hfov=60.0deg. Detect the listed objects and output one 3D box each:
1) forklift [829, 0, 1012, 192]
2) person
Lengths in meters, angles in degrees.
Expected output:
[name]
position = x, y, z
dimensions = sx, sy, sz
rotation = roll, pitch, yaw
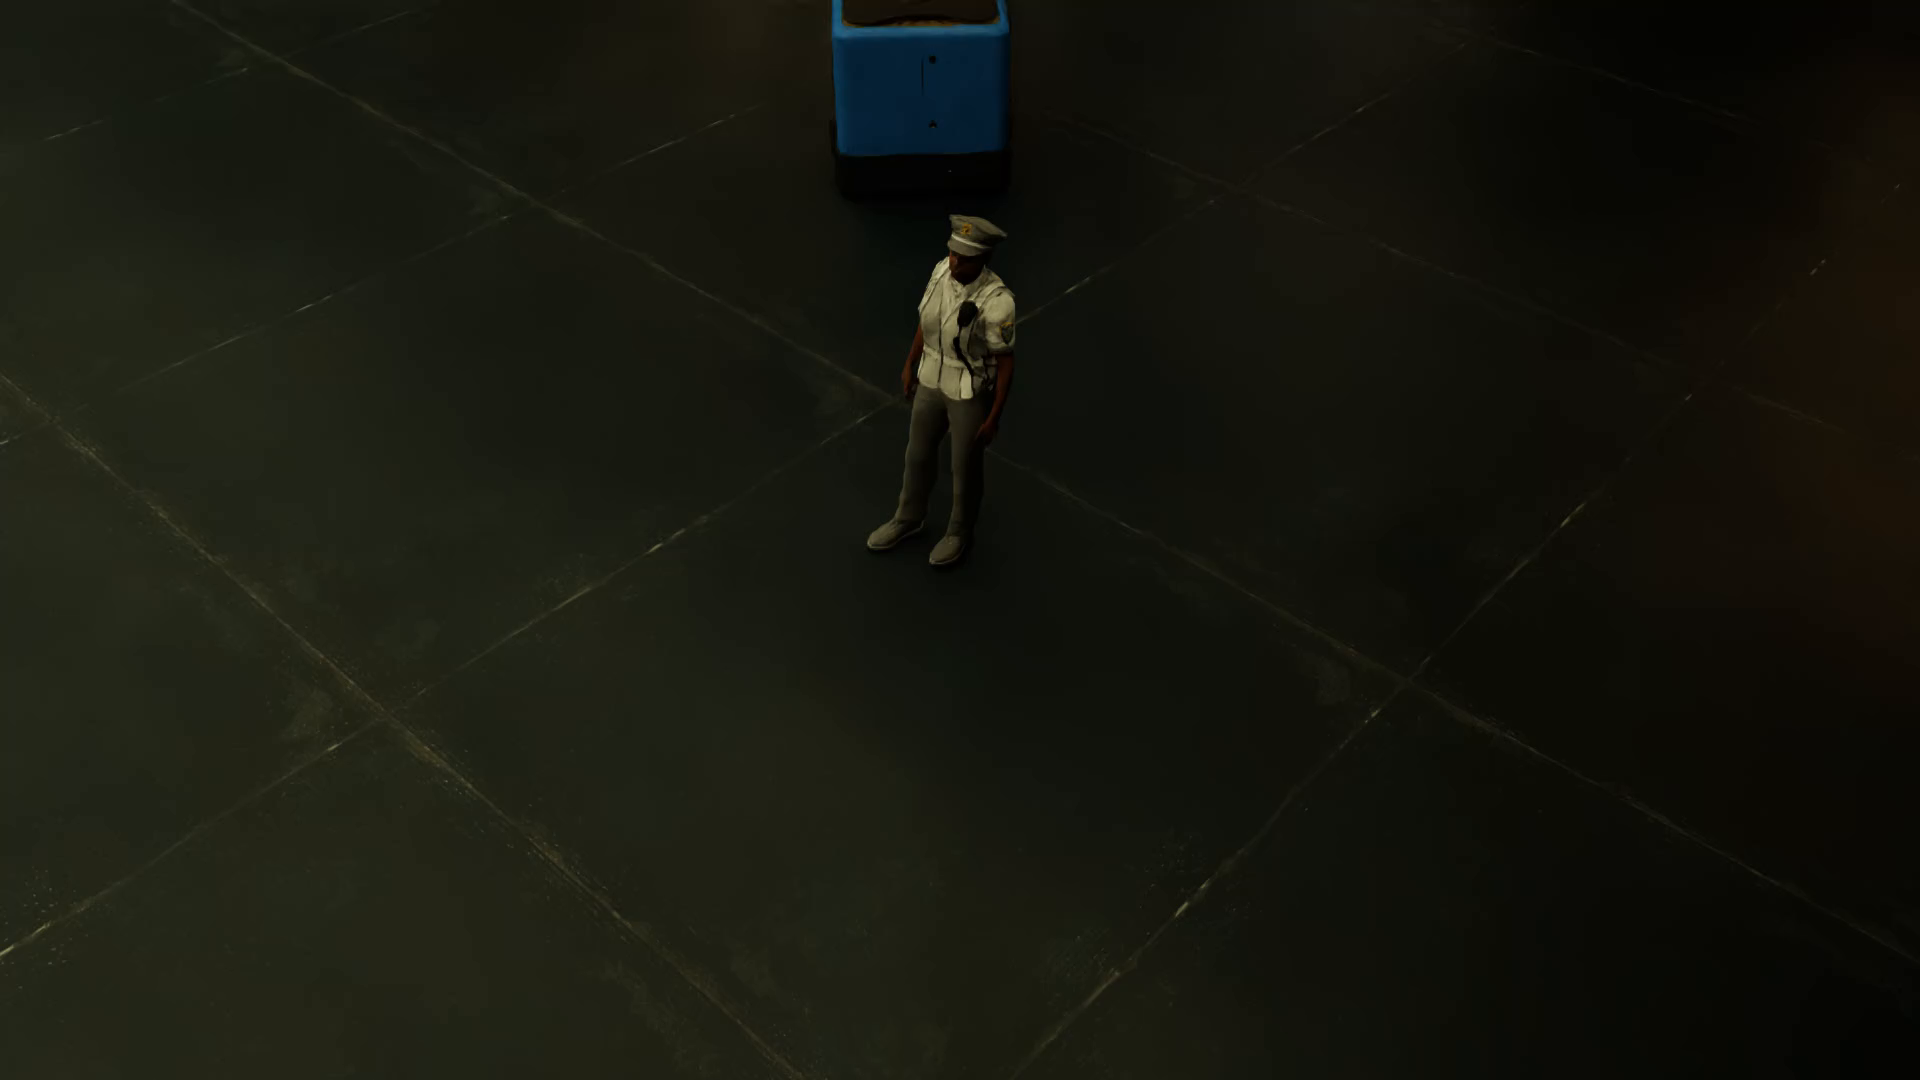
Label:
[forklift]
position = -0.293, -4.152, 10.268
dimensions = 1.130, 2.935, 3.031
rotation = -2, 41, -2
[person]
position = -0.065, -0.622, 7.091
dimensions = 0.570, 1.695, 0.529
rotation = 31, 49, 31
